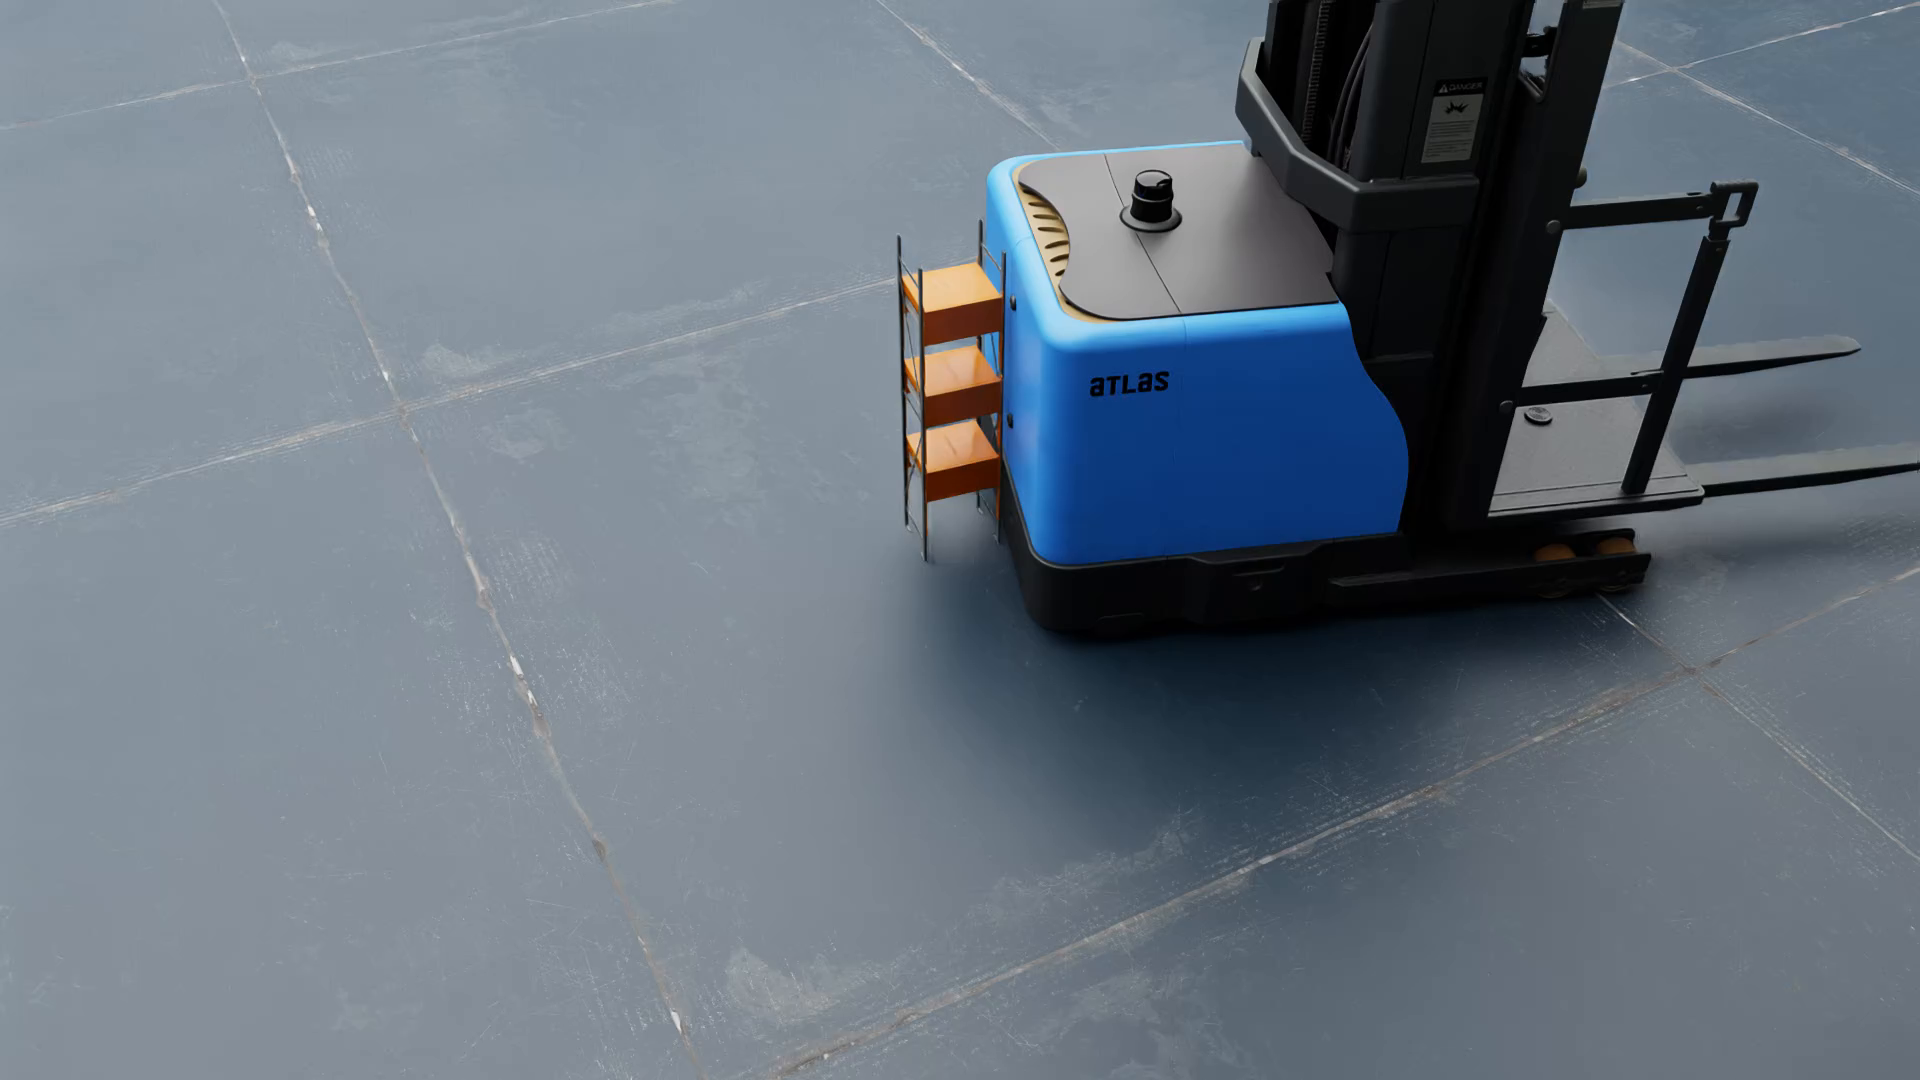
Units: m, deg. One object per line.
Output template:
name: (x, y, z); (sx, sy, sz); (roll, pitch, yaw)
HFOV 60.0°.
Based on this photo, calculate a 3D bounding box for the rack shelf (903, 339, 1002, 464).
rack shelf: (-0.025, -0.411, 4.940); (0.240, 0.259, 0.215); (-13, 42, -15)

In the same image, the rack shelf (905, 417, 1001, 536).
rack shelf: (-0.025, -0.199, 5.119); (0.240, 0.259, 0.215); (-13, 42, -15)

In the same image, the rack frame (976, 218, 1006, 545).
rack frame: (0.090, -0.447, 4.965); (0.008, 1.050, 0.200); (-13, 42, -15)

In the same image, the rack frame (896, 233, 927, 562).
rack frame: (-0.140, -0.392, 4.901); (0.008, 1.050, 0.200); (-13, 42, -15)

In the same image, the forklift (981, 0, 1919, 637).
forklift: (1.629, -1.276, 4.489); (3.031, 2.935, 1.130); (-6, 41, -7)

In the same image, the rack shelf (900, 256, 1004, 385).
rack shelf: (-0.025, -0.628, 4.757); (0.240, 0.259, 0.215); (-13, 42, -15)

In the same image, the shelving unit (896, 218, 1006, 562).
shelving unit: (-0.025, -0.420, 4.933); (0.252, 1.050, 0.215); (-13, 42, -15)
